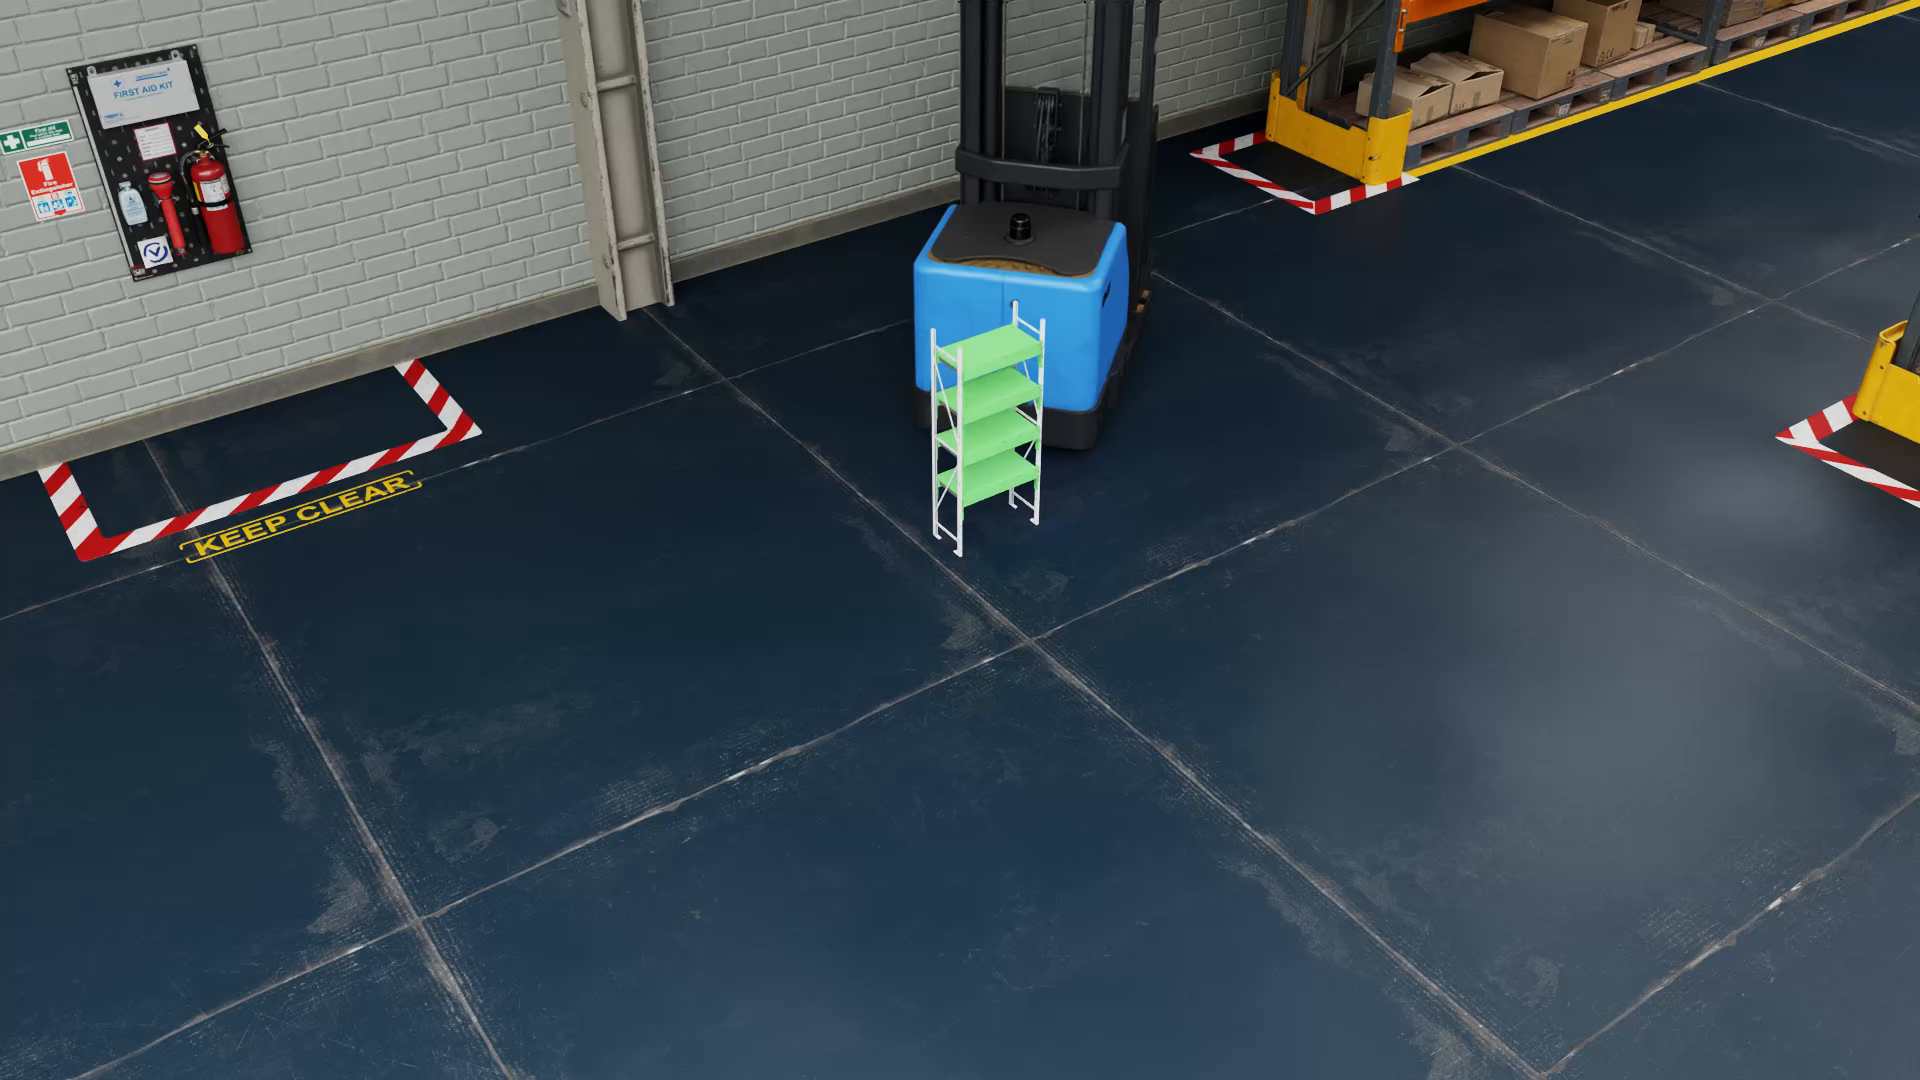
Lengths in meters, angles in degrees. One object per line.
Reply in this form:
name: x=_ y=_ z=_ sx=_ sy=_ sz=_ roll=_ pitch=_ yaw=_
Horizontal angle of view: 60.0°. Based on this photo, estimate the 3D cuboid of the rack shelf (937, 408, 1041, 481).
rack shelf: x=0.135 y=-0.491 z=8.328 sx=0.480 sy=0.148 sz=0.258 roll=-22 pitch=41 yaw=-28

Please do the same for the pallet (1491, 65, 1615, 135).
pallet: x=4.499 y=-3.665 z=13.478 sx=1.213 sy=0.211 sz=1.003 roll=-22 pitch=41 yaw=-28

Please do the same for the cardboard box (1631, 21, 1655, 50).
cardboard box: x=5.606 y=-4.286 z=14.004 sx=0.250 sy=0.166 sz=0.380 roll=-28 pitch=44 yaw=-33

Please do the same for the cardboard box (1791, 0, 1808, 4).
cardboard box: x=7.452 y=-5.222 z=15.019 sx=0.500 sy=0.500 sz=0.700 roll=-22 pitch=41 yaw=-27

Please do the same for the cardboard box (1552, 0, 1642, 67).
cardboard box: x=5.200 y=-4.248 z=13.665 sx=0.500 sy=0.500 sz=0.500 roll=-26 pitch=43 yaw=-31

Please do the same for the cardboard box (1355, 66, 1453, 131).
cardboard box: x=3.373 y=-3.384 z=12.625 sx=0.500 sy=0.311 sz=0.500 roll=-28 pitch=44 yaw=-33

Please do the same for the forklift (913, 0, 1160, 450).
forklift: x=0.602 y=-2.545 z=9.591 sx=1.130 sy=2.935 sz=3.031 roll=9 pitch=37 yaw=12

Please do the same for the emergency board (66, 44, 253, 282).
emergency board: x=-4.116 y=-1.924 z=8.669 sx=0.643 sy=1.169 sz=0.194 roll=-22 pitch=41 yaw=-28

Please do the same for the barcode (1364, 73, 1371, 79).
barcode: x=3.158 y=-3.584 z=12.896 sx=0.075 sy=0.075 sz=0.001 roll=-22 pitch=41 yaw=-28

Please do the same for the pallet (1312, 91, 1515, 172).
pallet: x=3.503 y=-3.257 z=12.911 sx=1.213 sy=0.211 sz=1.003 roll=-22 pitch=41 yaw=-28

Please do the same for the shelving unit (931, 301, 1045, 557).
shelving unit: x=0.135 y=-0.543 z=8.290 sx=0.503 sy=1.200 sz=0.258 roll=-22 pitch=41 yaw=-28

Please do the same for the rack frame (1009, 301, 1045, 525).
rack frame: x=0.335 y=-0.625 z=8.405 sx=0.015 sy=1.200 sz=0.240 roll=-22 pitch=41 yaw=-28

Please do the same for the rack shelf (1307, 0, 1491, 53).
rack shelf: x=4.391 y=-4.487 z=12.850 sx=4.000 sy=0.370 sz=1.077 roll=-22 pitch=41 yaw=-28

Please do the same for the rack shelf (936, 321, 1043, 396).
rack shelf: x=0.135 y=-0.881 z=8.047 sx=0.480 sy=0.148 sz=0.258 roll=-22 pitch=41 yaw=-28

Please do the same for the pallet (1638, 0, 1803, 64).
pallet: x=6.661 y=-4.583 z=14.754 sx=1.213 sy=0.211 sz=1.003 roll=-22 pitch=41 yaw=-28

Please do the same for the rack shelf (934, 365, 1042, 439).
rack shelf: x=0.135 y=-0.686 z=8.188 sx=0.480 sy=0.148 sz=0.258 roll=-22 pitch=41 yaw=-28

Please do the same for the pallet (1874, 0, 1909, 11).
pallet: x=8.656 y=-5.403 z=15.896 sx=1.213 sy=0.211 sz=1.003 roll=-22 pitch=41 yaw=-28

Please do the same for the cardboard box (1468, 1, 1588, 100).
cardboard box: x=4.468 y=-3.875 z=13.146 sx=0.500 sy=0.500 sz=0.700 roll=-25 pitch=43 yaw=-31

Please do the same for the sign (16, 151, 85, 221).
sign: x=-4.628 y=-1.802 z=8.469 sx=0.234 sy=0.329 sz=0.001 roll=-22 pitch=41 yaw=-28

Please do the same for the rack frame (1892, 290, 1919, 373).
rack frame: x=5.613 y=-1.744 z=8.419 sx=0.127 sy=3.000 sz=1.000 roll=-22 pitch=41 yaw=-28

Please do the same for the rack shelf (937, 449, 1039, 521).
rack shelf: x=0.135 y=-0.296 z=8.468 sx=0.480 sy=0.148 sz=0.258 roll=-22 pitch=41 yaw=-28

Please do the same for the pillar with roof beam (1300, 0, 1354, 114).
pillar with roof beam: x=5.310 y=-5.136 z=7.997 sx=0.400 sy=9.000 sz=9.100 roll=-22 pitch=41 yaw=-28

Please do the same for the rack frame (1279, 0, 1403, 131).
rack frame: x=2.756 y=-4.107 z=11.704 sx=0.127 sy=3.000 sz=1.000 roll=-22 pitch=41 yaw=-28

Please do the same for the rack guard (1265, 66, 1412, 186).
rack guard: x=2.818 y=-3.118 z=12.470 sx=0.348 sy=0.500 sz=1.175 roll=-22 pitch=41 yaw=-28

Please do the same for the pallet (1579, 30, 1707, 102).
pallet: x=5.497 y=-4.077 z=14.052 sx=1.213 sy=0.211 sz=1.003 roll=-22 pitch=41 yaw=-28

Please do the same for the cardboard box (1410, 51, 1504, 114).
cardboard box: x=3.839 y=-3.575 z=12.892 sx=0.500 sy=0.311 sz=0.500 roll=-19 pitch=40 yaw=-24

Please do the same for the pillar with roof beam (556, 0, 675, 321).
pillar with roof beam: x=0.406 y=-3.118 z=5.191 sx=0.400 sy=9.000 sz=9.100 roll=-22 pitch=41 yaw=-28

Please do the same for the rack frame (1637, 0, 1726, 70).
rack frame: x=6.026 y=-5.452 z=13.575 sx=0.127 sy=3.000 sz=1.000 roll=-22 pitch=41 yaw=-28

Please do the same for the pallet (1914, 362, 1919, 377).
pallet: x=6.214 y=-0.889 z=9.619 sx=1.213 sy=0.211 sz=1.003 roll=-22 pitch=41 yaw=-28

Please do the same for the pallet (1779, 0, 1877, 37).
pallet: x=7.659 y=-4.995 z=15.328 sx=1.213 sy=0.211 sz=1.003 roll=-22 pitch=41 yaw=-28

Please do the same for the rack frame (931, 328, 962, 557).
rack frame: x=-0.064 y=-0.461 z=8.176 sx=0.015 sy=1.200 sz=0.240 roll=-22 pitch=41 yaw=-28

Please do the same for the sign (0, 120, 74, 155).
sign: x=-4.619 y=-2.014 z=8.310 sx=0.331 sy=0.109 sz=0.001 roll=-22 pitch=41 yaw=-28

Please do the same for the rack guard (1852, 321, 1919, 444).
rack guard: x=5.593 y=-0.721 z=9.138 sx=0.348 sy=0.500 sz=1.175 roll=-22 pitch=41 yaw=-28

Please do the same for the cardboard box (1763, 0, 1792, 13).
cardboard box: x=7.011 y=-5.069 z=14.807 sx=0.500 sy=0.500 sz=0.700 roll=-23 pitch=42 yaw=-29

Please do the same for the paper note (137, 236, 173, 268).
paper note: x=-4.301 y=-1.540 z=8.890 sx=0.142 sy=0.148 sz=0.016 roll=-22 pitch=41 yaw=-28

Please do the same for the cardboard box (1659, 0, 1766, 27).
cardboard box: x=6.618 y=-4.871 z=14.532 sx=0.500 sy=0.500 sz=0.700 roll=-21 pitch=41 yaw=-26
